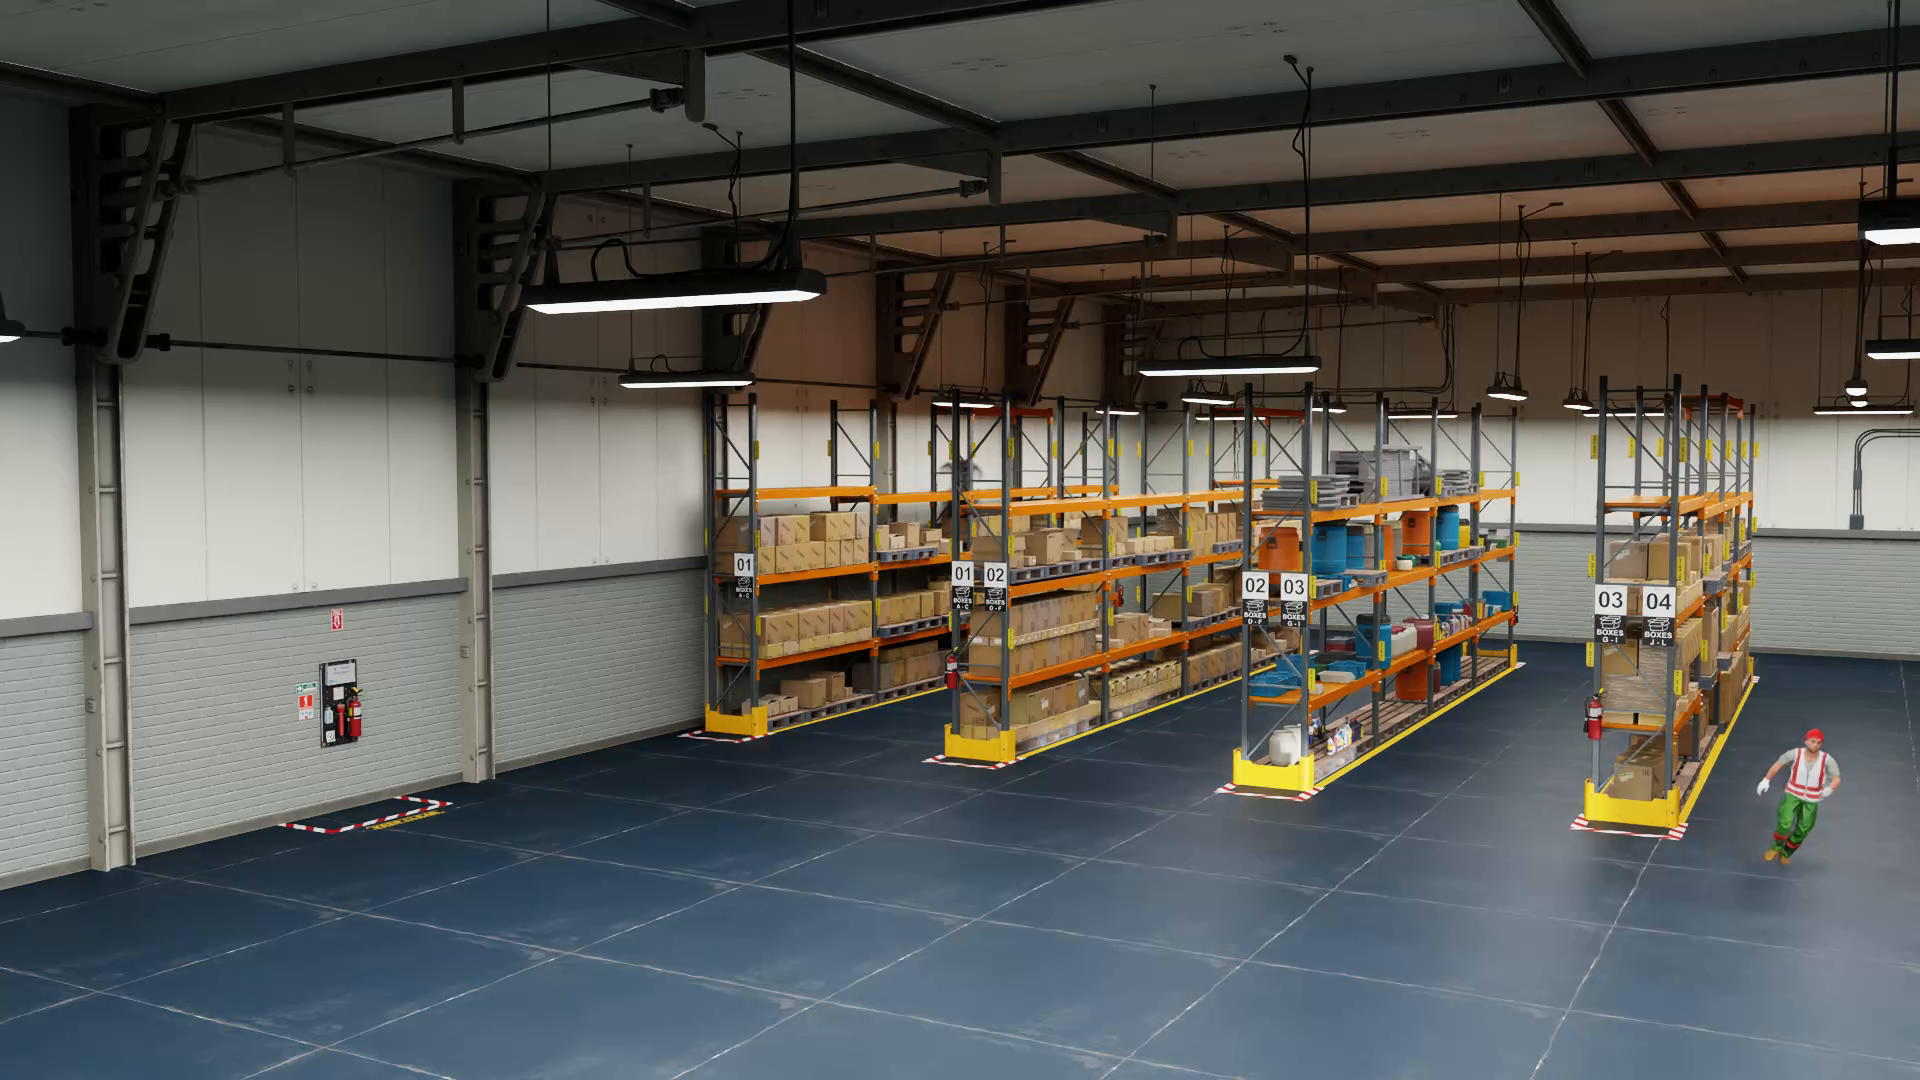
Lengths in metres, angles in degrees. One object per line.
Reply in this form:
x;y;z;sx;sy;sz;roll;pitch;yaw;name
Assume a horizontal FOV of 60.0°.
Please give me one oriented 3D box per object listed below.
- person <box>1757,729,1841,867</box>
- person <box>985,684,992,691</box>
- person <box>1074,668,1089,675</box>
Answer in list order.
10.070;3.101;19.908;0.861;1.703;0.663;1;3;17;person
0.849;2.467;31.663;1.105;1.593;0.718;-3;4;-42;person
2.498;2.359;34.294;0.684;1.637;1.112;2;4;35;person
